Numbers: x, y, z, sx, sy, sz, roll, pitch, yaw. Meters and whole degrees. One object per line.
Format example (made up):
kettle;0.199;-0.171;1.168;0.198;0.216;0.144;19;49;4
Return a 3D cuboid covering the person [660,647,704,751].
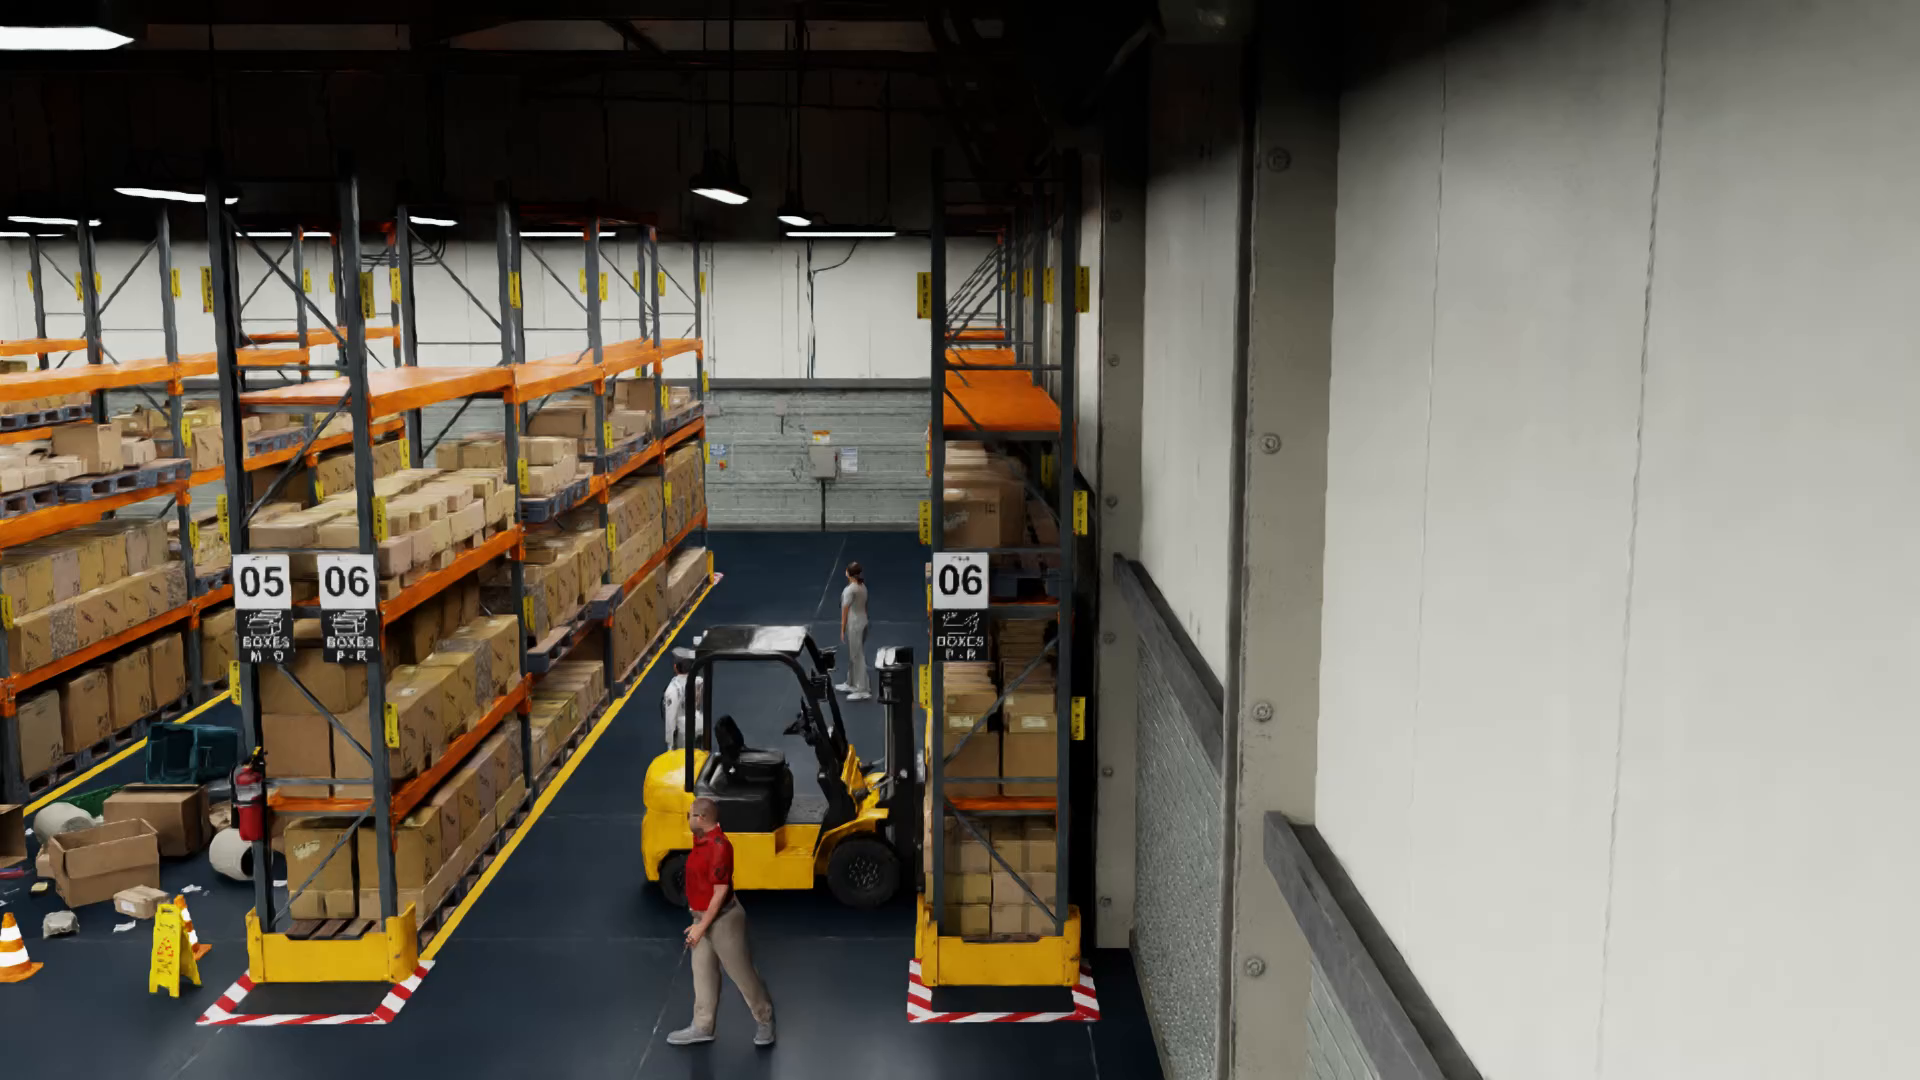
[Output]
person;-2.633;1.845;15.662;0.455;1.675;0.525;5;10;29

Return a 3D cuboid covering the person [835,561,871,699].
person;-1.319;1.077;20.410;0.575;1.665;0.576;4;10;22

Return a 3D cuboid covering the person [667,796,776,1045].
person;-1.606;2.553;11.181;0.721;1.712;0.569;-5;10;-28
